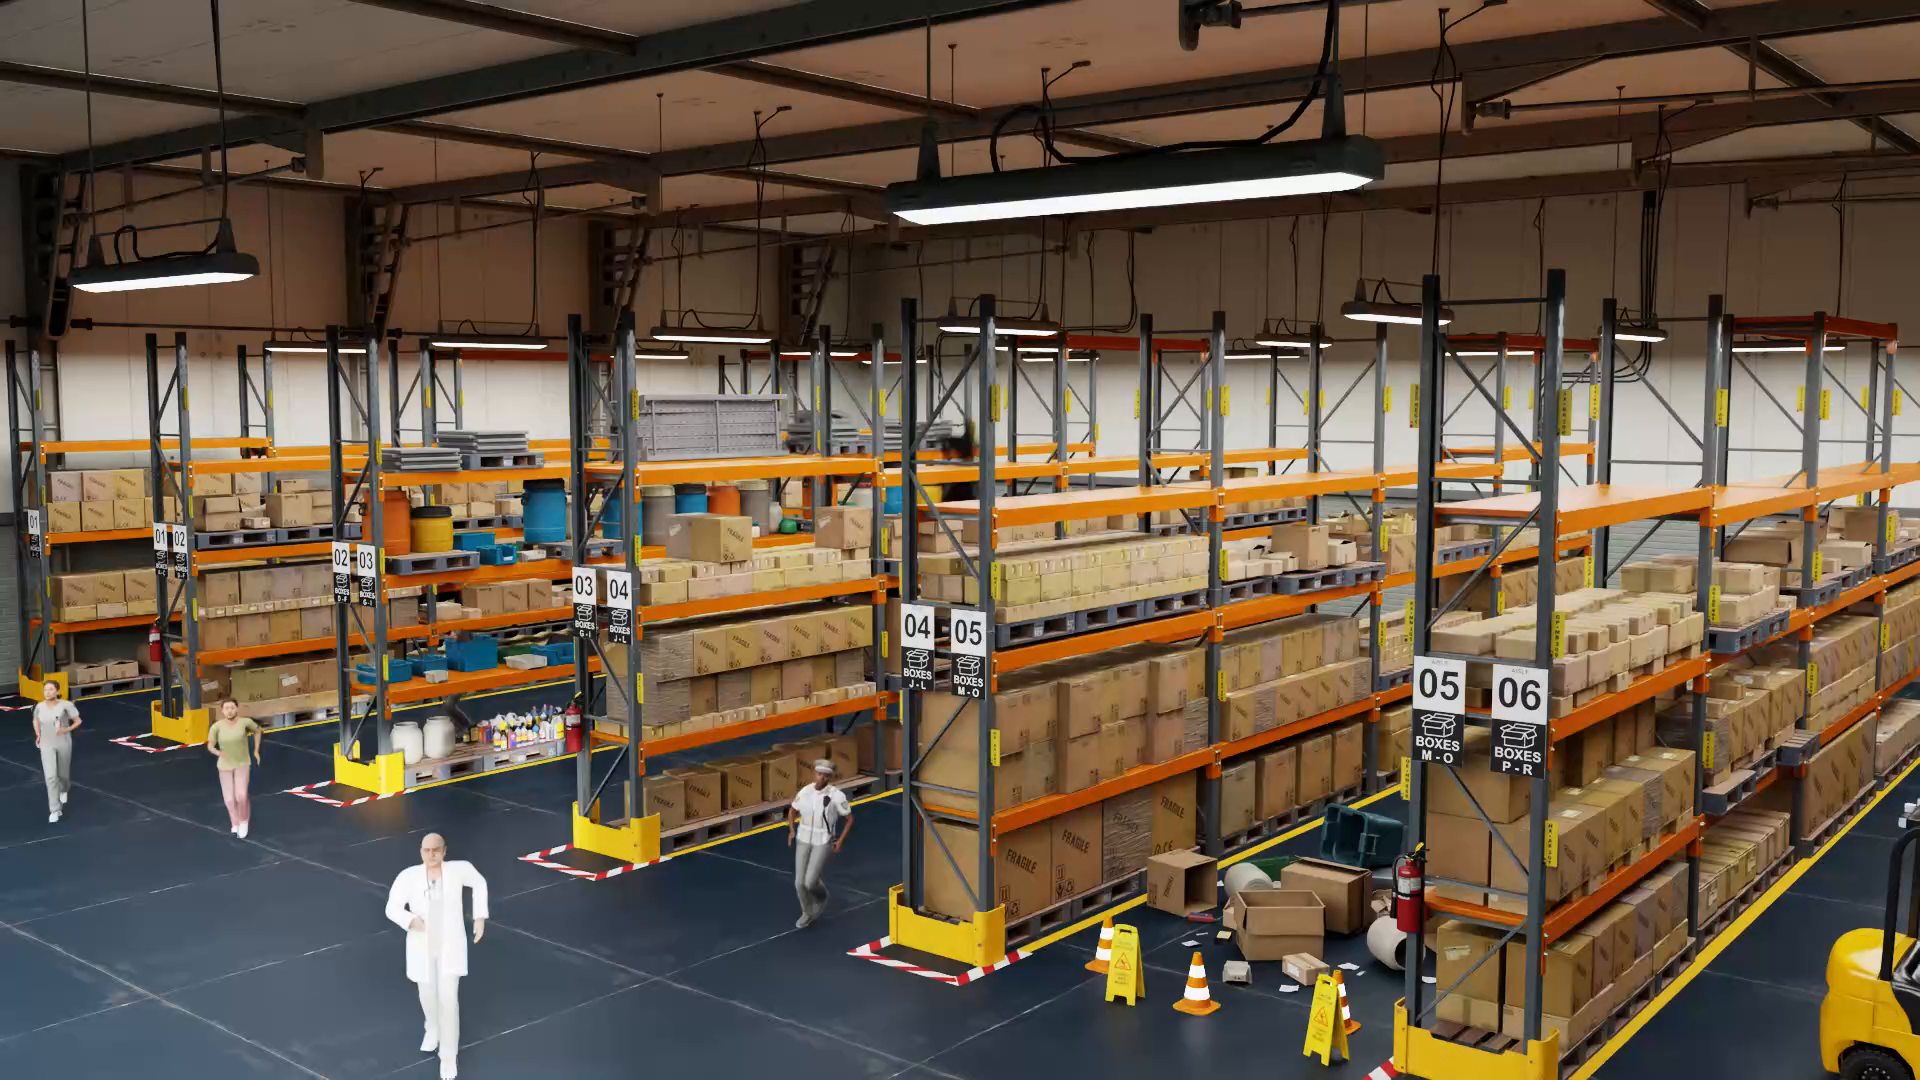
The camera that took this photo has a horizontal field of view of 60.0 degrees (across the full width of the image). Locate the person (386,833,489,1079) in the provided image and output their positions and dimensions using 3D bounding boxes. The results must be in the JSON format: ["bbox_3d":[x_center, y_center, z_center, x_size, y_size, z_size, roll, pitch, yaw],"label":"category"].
[{"bbox_3d":[-3.992,3.146,12.739,0.736,1.862,0.851,-1,5,-12],"label":"person"}]

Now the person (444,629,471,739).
[{"bbox_3d":[-7.491,2.140,24.573,0.562,1.628,0.586,4,7,38],"label":"person"}]

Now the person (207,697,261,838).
[{"bbox_3d":[-8.339,2.619,19.113,0.546,1.635,0.729,-2,5,-17],"label":"person"}]

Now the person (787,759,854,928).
[{"bbox_3d":[-1.376,2.918,15.974,0.647,1.653,0.472,2,5,19],"label":"person"}]

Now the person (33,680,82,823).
[{"bbox_3d":[-10.965,2.523,20.209,0.560,1.675,0.863,-2,5,-18],"label":"person"}]
